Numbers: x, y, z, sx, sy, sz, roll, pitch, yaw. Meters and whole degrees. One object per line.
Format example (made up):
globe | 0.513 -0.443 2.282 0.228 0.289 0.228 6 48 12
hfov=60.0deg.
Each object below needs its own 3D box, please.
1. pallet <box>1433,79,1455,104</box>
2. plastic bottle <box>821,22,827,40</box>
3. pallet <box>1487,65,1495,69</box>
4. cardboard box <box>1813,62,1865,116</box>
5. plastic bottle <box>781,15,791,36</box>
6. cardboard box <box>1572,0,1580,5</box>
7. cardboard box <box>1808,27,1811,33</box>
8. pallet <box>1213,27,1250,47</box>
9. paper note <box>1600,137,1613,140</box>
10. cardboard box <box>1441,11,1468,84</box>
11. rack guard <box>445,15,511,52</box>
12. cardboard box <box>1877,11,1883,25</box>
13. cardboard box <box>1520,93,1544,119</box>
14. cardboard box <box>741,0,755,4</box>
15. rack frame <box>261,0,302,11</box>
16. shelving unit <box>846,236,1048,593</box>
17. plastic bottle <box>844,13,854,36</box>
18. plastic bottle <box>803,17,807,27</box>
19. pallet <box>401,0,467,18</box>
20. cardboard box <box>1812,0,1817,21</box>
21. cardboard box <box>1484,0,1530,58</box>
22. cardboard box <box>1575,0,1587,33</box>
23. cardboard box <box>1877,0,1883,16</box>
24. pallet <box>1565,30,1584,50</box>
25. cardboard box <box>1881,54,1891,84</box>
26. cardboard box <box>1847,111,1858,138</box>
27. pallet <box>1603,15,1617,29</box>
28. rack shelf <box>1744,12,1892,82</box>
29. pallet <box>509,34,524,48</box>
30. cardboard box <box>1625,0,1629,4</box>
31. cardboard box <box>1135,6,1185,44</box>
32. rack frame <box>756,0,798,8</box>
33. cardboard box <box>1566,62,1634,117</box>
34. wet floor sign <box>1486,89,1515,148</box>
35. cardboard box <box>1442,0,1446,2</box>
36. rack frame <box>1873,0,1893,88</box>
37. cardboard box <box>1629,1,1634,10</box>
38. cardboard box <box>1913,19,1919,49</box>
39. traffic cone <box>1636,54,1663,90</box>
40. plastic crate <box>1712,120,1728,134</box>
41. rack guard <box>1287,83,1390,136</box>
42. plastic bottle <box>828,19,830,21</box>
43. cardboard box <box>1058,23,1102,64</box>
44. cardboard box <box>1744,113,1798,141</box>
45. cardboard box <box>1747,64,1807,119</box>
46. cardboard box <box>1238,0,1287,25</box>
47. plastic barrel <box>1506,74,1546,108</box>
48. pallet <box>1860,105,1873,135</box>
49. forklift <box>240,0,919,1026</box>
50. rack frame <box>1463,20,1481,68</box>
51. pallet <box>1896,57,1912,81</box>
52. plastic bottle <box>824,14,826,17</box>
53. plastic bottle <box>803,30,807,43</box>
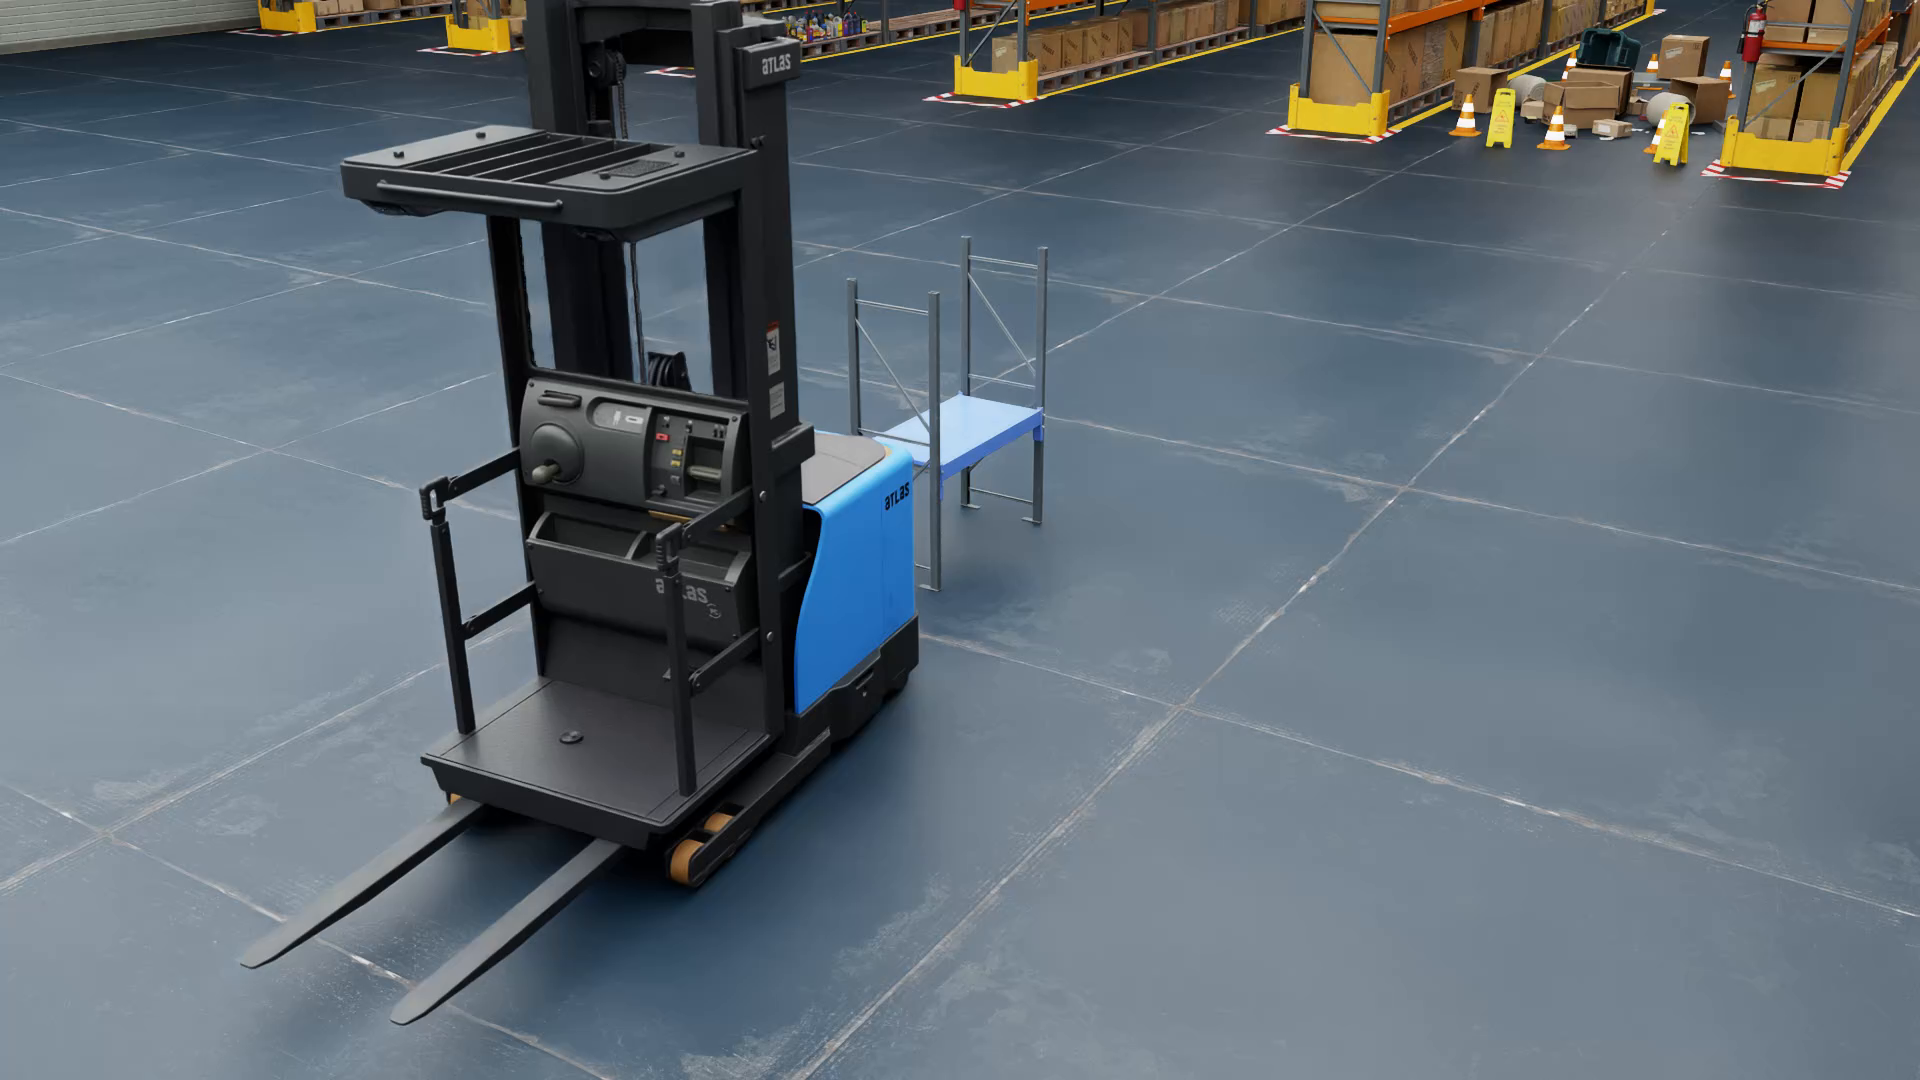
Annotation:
pallet | 6.253 -6.227 22.867 1.003 0.211 1.213 14 27 29
plastic bottle | -2.196 -8.222 26.848 0.097 0.271 0.097 0 23 0
pallet | 7.063 -6.743 24.061 1.003 0.211 1.213 14 27 29
cardboard box | 9.814 -5.068 18.670 0.500 0.500 0.500 13 26 27
plastic bottle | -2.848 -8.389 27.133 0.144 0.351 0.185 15 28 31
cardboard box | 9.939 -9.004 27.447 0.500 0.250 0.500 14 27 29
cardboard box | 9.442 -5.790 18.665 0.380 0.149 0.250 14 27 30
pallet | 4.256 -8.627 28.412 1.003 0.211 1.213 14 27 29
paper note | 7.676 -4.767 19.723 0.148 0.019 0.142 5 24 11
cardboard box | 6.329 -6.767 22.751 0.875 0.875 0.875 14 27 30
rack guard | -7.977 -8.392 27.506 1.175 0.500 0.348 14 27 29
cardboard box | 10.535 -6.112 19.409 0.380 0.149 0.250 13 27 28
cardboard box | 7.378 -5.526 21.180 0.396 0.266 0.258 20 30 38
cardboard box | -4.351 -10.606 32.406 0.500 0.250 0.500 15 27 30
rack frame | -12.175 -10.584 29.423 1.000 3.000 0.127 14 27 29
shelving unit | -0.045 -0.659 8.386 0.538 1.500 1.048 14 27 29
plastic bottle | -1.844 -8.502 27.394 0.144 0.351 0.185 12 26 26
plastic bottle | -2.572 -8.501 27.492 0.097 0.271 0.097 0 23 0
pallet | -10.389 -10.420 32.555 1.003 0.211 1.213 14 27 29
cardboard box | 9.189 -5.985 18.298 0.500 0.500 0.500 14 27 29
cardboard box | 7.974 -7.774 25.236 1.050 0.750 0.750 14 27 30
cardboard box | 10.219 -8.844 28.022 0.500 0.500 0.500 13 27 28
cardboard box | 10.154 -6.198 18.792 0.500 0.500 0.500 13 27 28
pallet | 9.888 -8.490 28.097 1.003 0.211 1.213 14 27 29
cardboard box | 11.995 -6.386 22.505 0.950 0.372 0.625 15 28 31
cardboard box | 9.805 -4.709 18.785 0.500 0.250 0.500 15 28 31
pallet | 11.264 -9.401 30.200 1.003 0.211 1.213 14 27 29
rack shelf | 9.924 -5.738 19.135 1.077 0.370 4.000 14 27 29
pallet | -7.596 -8.535 28.199 1.003 0.211 1.213 14 27 29
cardboard box | 12.207 -10.045 30.863 0.380 0.149 0.250 14 27 29
cardboard box | 3.170 -8.235 26.589 0.700 0.500 0.500 14 27 29
rack frame | -3.744 -12.247 33.265 1.000 3.000 0.127 14 27 29
cardboard box | 8.131 -5.751 21.230 0.797 0.637 0.503 14 27 29
wet floor sign | 6.277 -4.891 19.237 0.267 0.644 0.232 9 25 20
cardboard box | 5.880 -7.340 21.741 0.875 0.550 0.550 14 27 29
rack frame | 10.979 -6.743 20.551 1.000 3.000 0.127 14 27 29
cardboard box | 12.487 -10.095 31.354 0.380 0.149 0.250 13 26 27
cardboard box | 14.470 -8.129 25.897 0.875 0.875 0.875 15 27 30
traffic cone | 9.747 -6.598 23.410 0.336 0.463 0.334 14 27 29
plastic crate | 9.454 -5.045 20.304 0.402 0.080 0.583 5 24 11
rack guard | 4.598 -5.241 20.228 1.175 0.500 0.348 14 27 29
plastic bottle | -2.115 -8.375 27.185 0.061 0.283 0.133 14 27 29
cardboard box | 1.758 -7.318 24.497 0.500 0.500 0.500 11 26 24
cardboard box | 9.079 -4.661 18.675 0.500 0.250 0.500 14 27 29
cardboard box | 9.070 -4.993 18.497 0.500 0.500 0.500 14 27 29
cardboard box | 5.051 -9.616 29.333 1.225 0.875 0.875 12 26 27
plastic barrel | 7.425 -5.860 21.753 0.421 0.421 0.512 -7 24 -17
pallet | 10.655 -5.230 20.564 1.003 0.211 1.213 14 27 29
forklift | -1.278 -0.312 5.782 1.130 2.935 3.031 11 26 24
rack frame | 6.720 -7.747 22.868 1.000 3.000 0.127 14 27 29
pallet | 13.569 -7.064 24.802 1.003 0.211 1.213 14 27 29
plastic bottle | -2.336 -8.679 27.898 0.152 0.276 0.135 15 28 31
plastic bottle | -2.482 -8.007 26.439 0.097 0.201 0.097 0 23 0
